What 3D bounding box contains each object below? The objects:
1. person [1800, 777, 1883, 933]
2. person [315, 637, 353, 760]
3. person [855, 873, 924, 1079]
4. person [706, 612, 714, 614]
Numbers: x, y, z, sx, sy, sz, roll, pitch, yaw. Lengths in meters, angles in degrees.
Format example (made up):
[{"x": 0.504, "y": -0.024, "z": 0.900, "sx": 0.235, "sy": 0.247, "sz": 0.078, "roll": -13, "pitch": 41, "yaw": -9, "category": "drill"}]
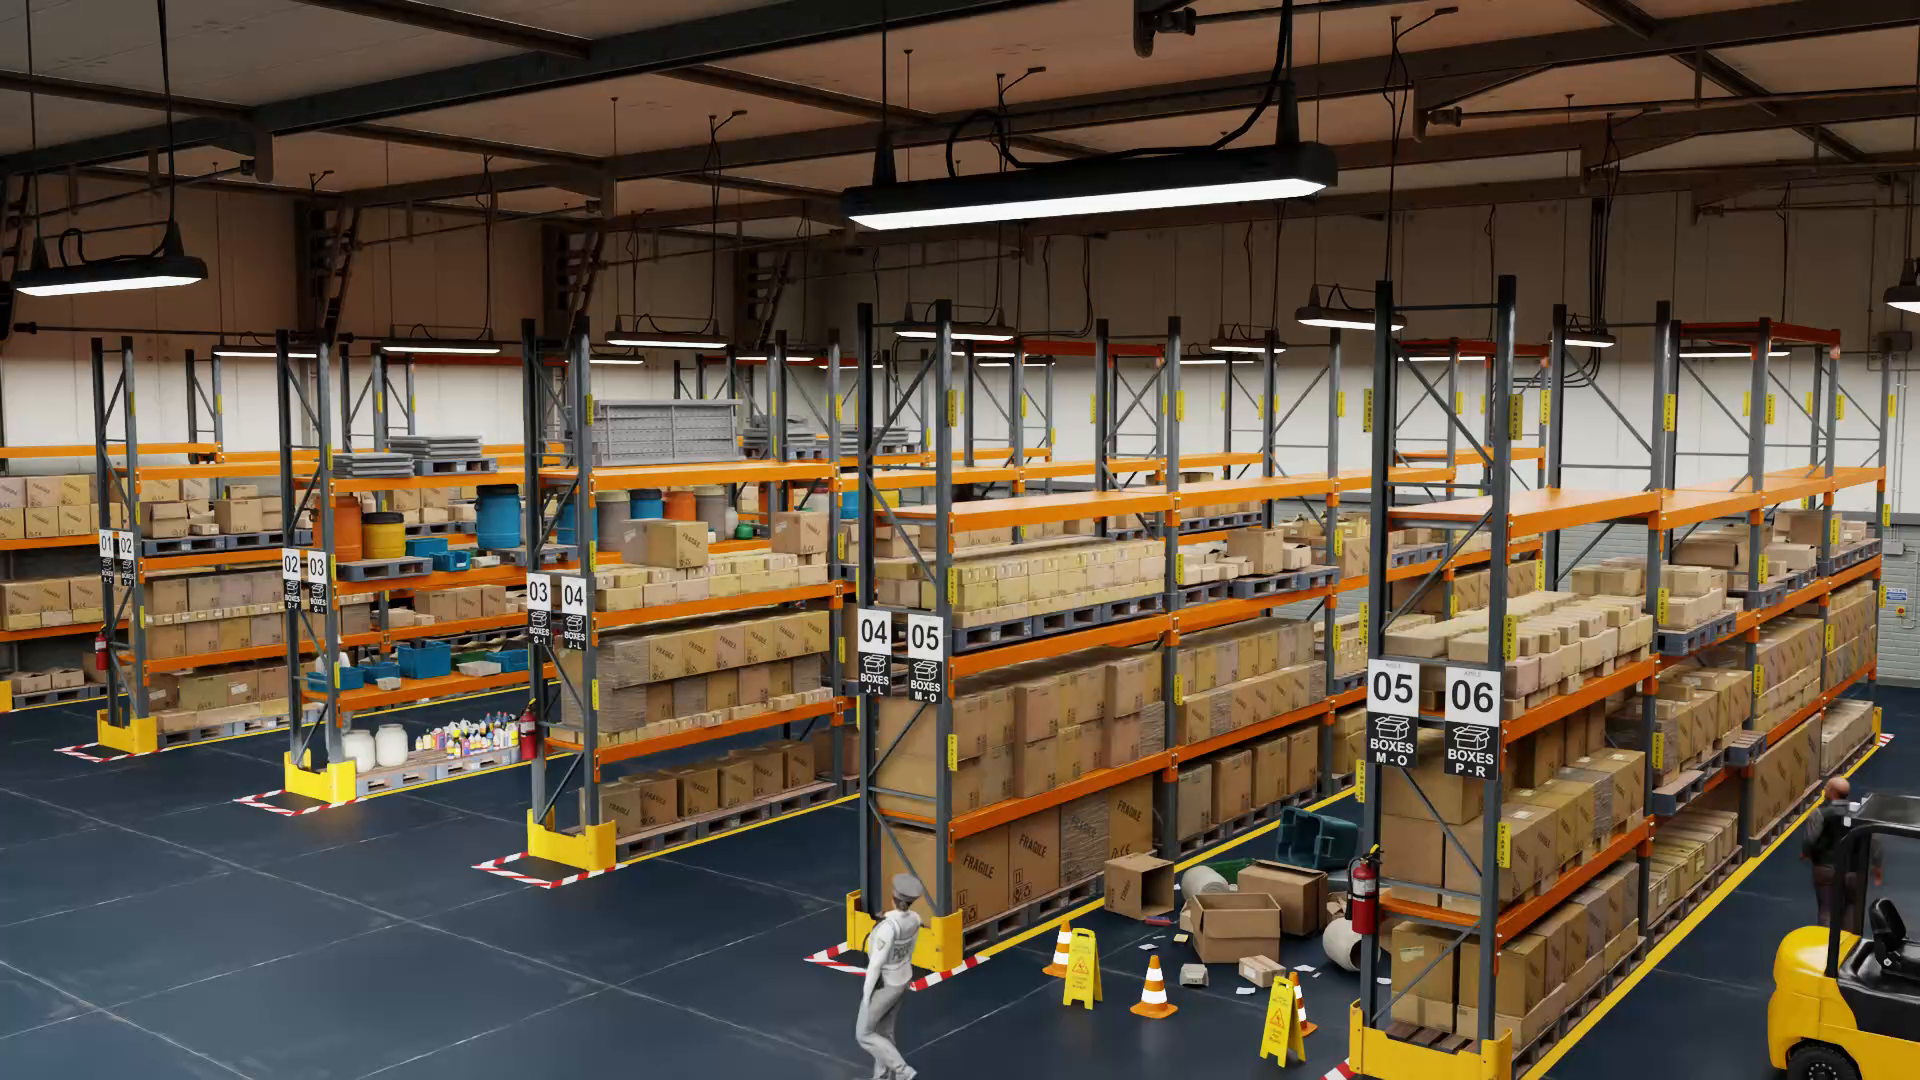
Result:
[{"x": 7.968, "y": 3.038, "z": 15.098, "sx": 0.699, "sy": 1.744, "sz": 0.667, "roll": 4, "pitch": 6, "yaw": 36, "category": "person"}, {"x": -8.842, "y": 2.222, "z": 23.536, "sx": 0.375, "sy": 1.794, "sz": 0.576, "roll": 4, "pitch": 7, "yaw": 42, "category": "person"}, {"x": -0.535, "y": 3.270, "z": 12.212, "sx": 0.561, "sy": 1.664, "sz": 0.527, "roll": 2, "pitch": 5, "yaw": 18, "category": "person"}, {"x": -3.598, "y": 1.972, "z": 25.141, "sx": 0.678, "sy": 1.801, "sz": 0.554, "roll": -4, "pitch": 7, "yaw": -40, "category": "person"}]
